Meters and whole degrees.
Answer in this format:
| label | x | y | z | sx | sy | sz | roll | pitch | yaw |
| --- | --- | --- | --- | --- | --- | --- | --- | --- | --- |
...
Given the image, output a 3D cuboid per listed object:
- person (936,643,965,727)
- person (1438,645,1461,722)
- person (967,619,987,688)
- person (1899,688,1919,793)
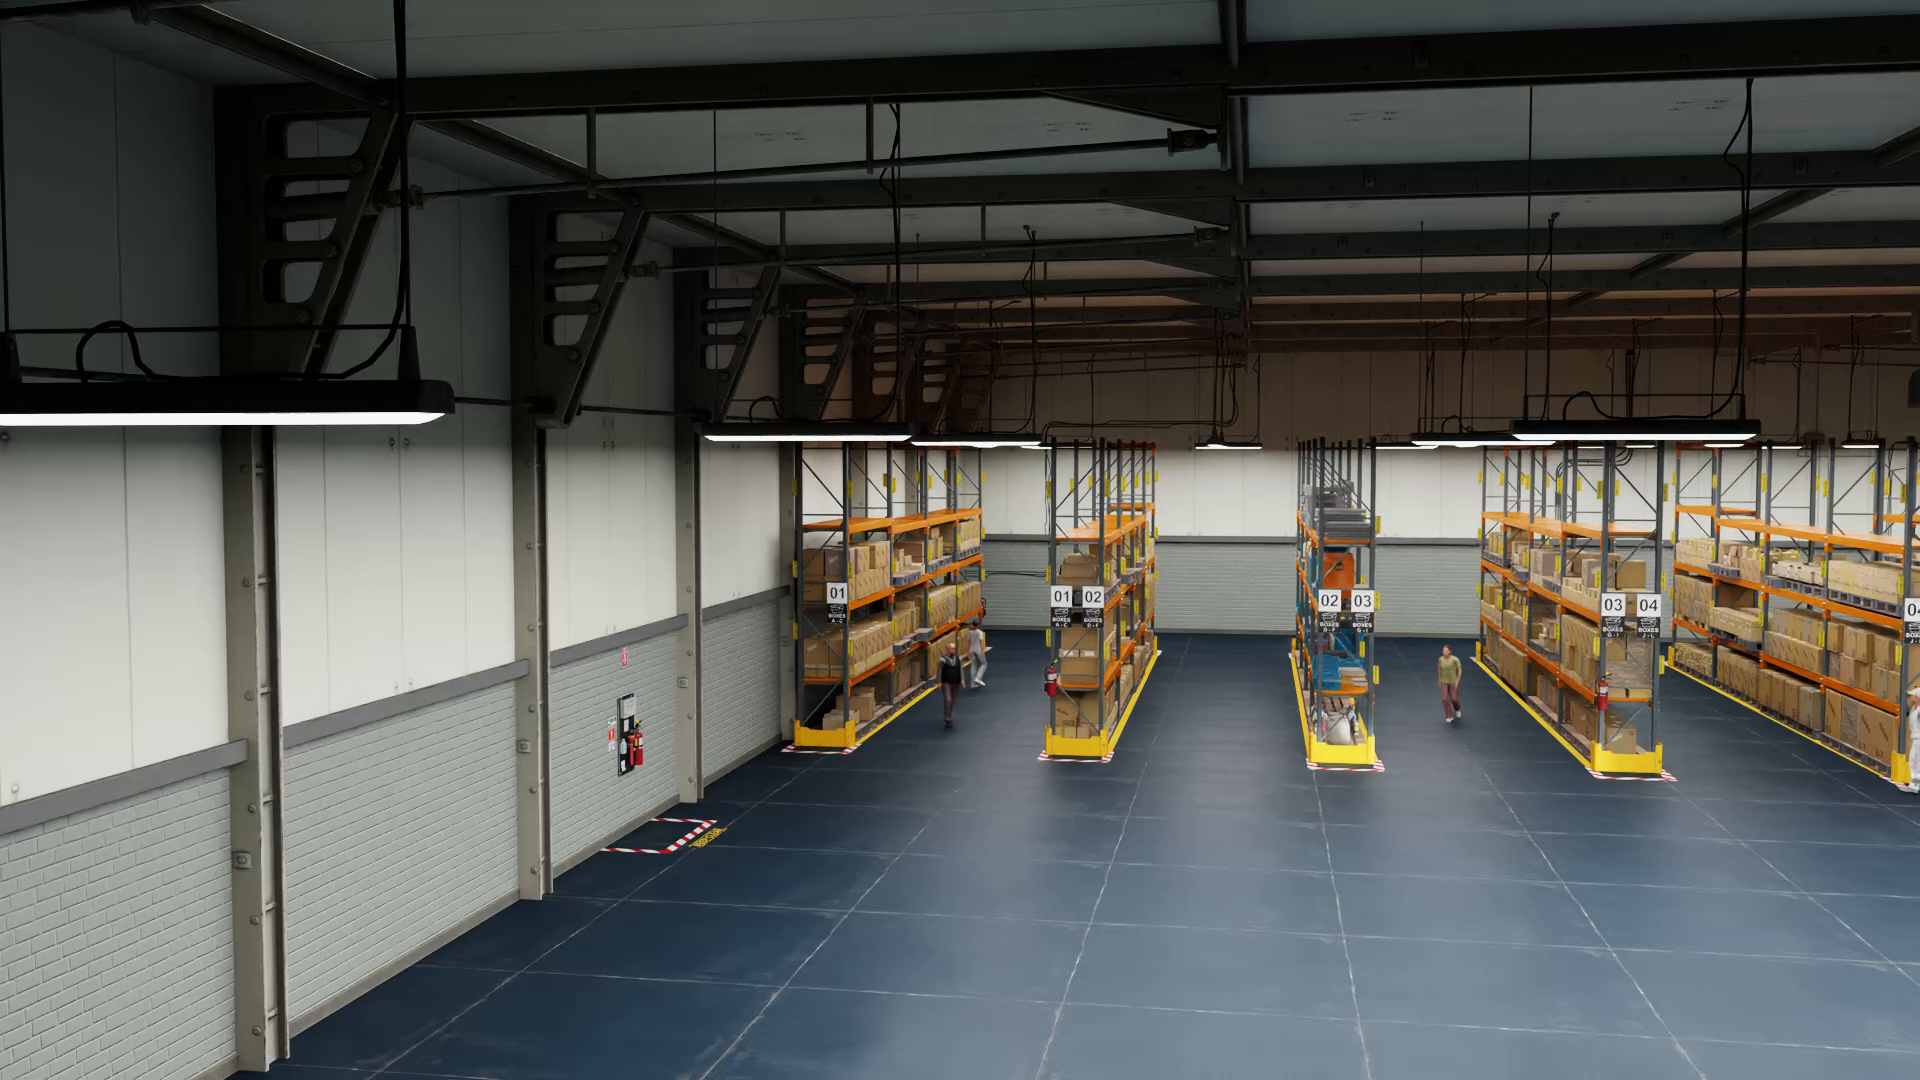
| label | x | y | z | sx | sy | sz | roll | pitch | yaw |
| --- | --- | --- | --- | --- | --- | --- | --- | --- | --- |
| person | -0.170 | 3.016 | 34.759 | 0.584 | 1.697 | 0.822 | -2 | 3 | -28 |
| person | 10.462 | 3.031 | 35.459 | 0.508 | 1.645 | 0.647 | 2 | 4 | 32 |
| person | 0.388 | 2.743 | 40.382 | 0.481 | 1.657 | 0.472 | 2 | 3 | 28 |
| person | 16.175 | 3.355 | 27.870 | 0.783 | 1.774 | 0.550 | 1 | 3 | 13 |
